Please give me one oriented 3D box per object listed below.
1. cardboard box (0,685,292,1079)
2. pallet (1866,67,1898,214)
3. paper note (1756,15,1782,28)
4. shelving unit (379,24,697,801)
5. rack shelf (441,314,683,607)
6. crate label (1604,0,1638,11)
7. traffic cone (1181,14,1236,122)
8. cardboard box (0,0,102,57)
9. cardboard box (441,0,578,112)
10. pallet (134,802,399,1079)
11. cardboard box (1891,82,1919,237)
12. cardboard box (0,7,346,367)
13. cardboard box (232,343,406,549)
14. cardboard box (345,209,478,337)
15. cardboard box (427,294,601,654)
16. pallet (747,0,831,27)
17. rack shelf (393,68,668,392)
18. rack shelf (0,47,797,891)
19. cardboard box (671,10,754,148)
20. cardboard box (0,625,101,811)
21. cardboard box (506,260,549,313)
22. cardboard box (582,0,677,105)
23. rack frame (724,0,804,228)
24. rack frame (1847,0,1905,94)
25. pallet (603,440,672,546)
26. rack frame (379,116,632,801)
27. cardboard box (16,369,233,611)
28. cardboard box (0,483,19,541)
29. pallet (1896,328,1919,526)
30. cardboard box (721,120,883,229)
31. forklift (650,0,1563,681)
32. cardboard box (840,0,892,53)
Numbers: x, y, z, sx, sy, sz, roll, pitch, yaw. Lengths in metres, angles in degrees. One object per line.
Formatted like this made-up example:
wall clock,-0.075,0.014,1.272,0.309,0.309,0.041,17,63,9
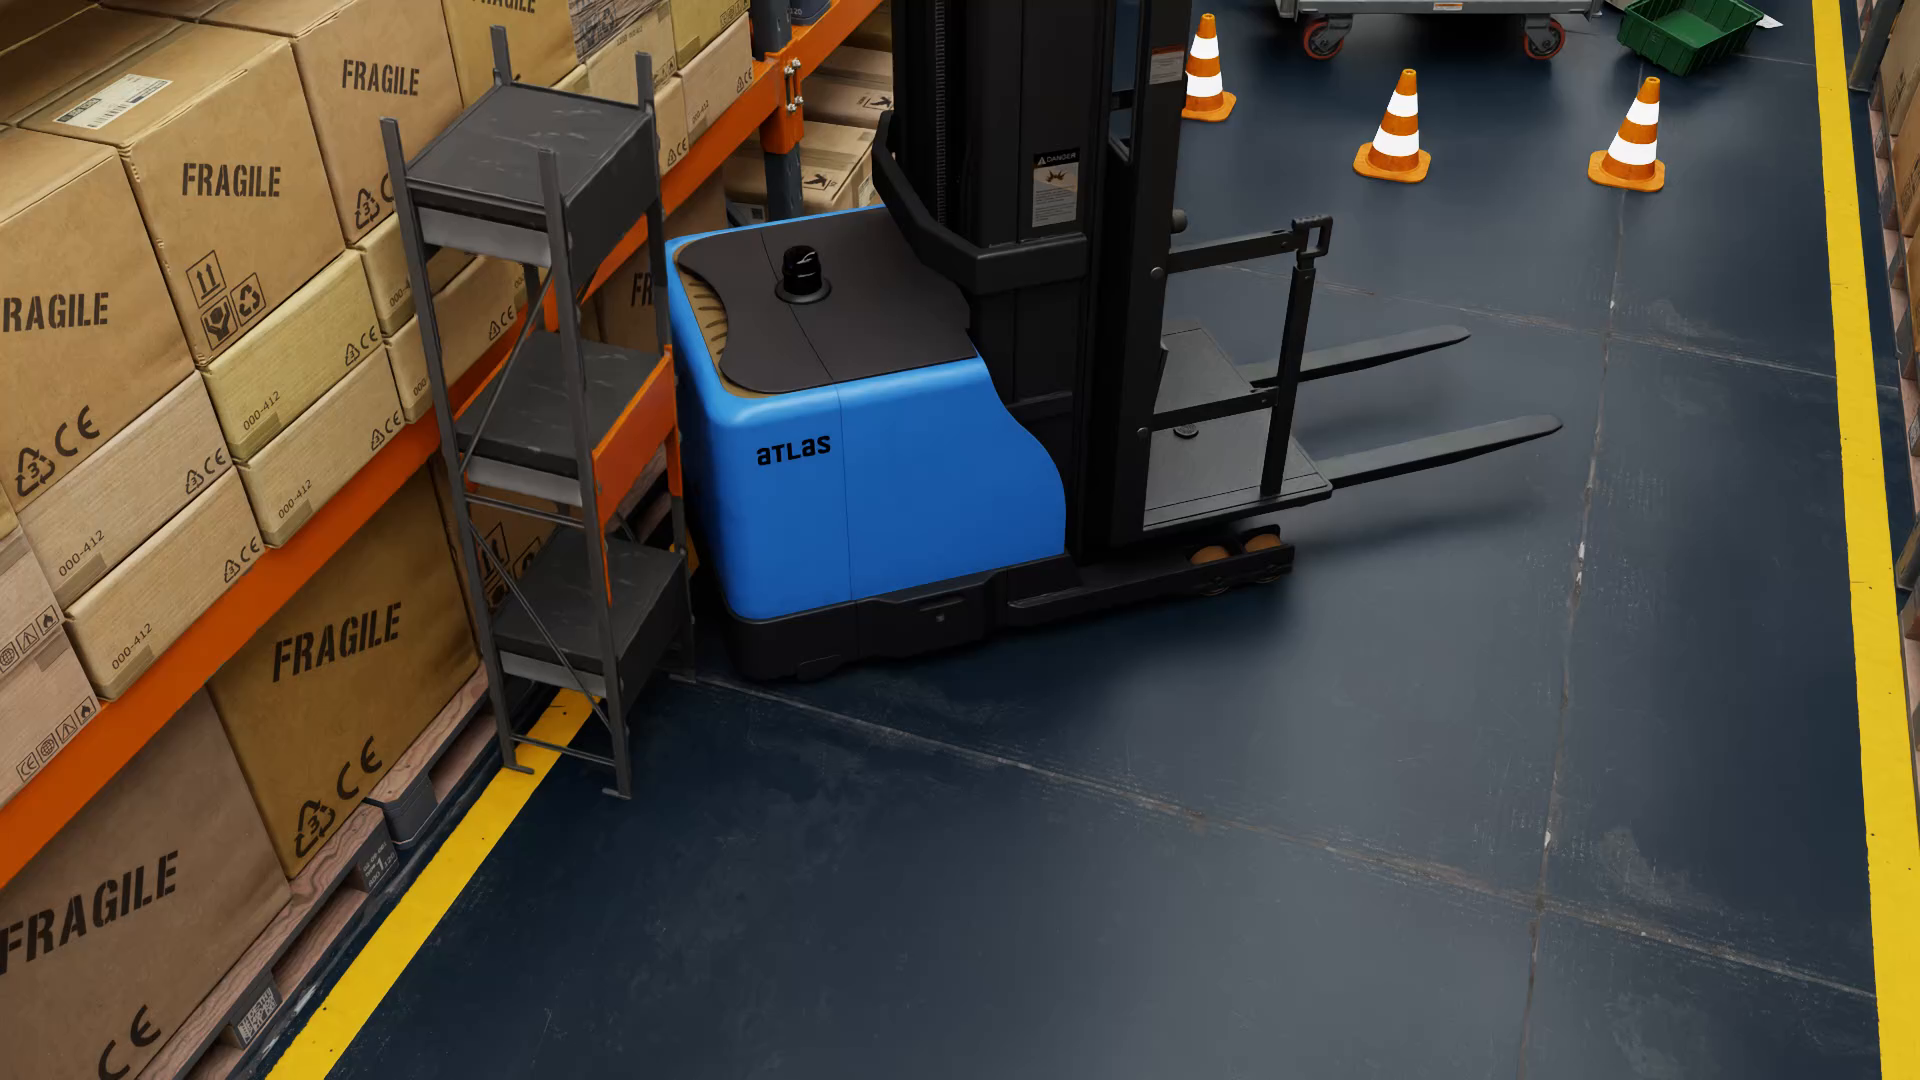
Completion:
cardboard box,-2.299,0.755,3.868,0.875,0.875,0.875,15,43,16
pallet,4.793,-1.792,7.688,1.003,0.211,1.213,13,42,15
paper note,4.365,-2.822,9.034,0.147,0.020,0.142,-13,42,-15
shelving unit,-1.028,-0.223,4.373,0.431,2.100,0.503,13,42,10
rack shelf,-1.029,-0.213,4.382,0.431,0.518,0.480,13,42,10
crate label,3.709,-3.015,9.178,0.298,0.136,0.250,-13,42,-15
traffic cone,1.192,-2.345,8.142,0.336,0.463,0.334,13,42,15
cardboard box,-2.157,-0.867,3.608,0.500,0.500,0.500,15,43,16
cardboard box,-1.343,-1.367,4.193,0.500,0.500,0.500,13,42,15
pallet,-2.243,1.075,4.327,1.003,0.211,1.213,13,42,15
cardboard box,4.525,-1.658,6.792,1.050,0.750,0.750,13,42,15
cardboard box,-1.693,-0.743,3.462,0.500,0.500,0.500,12,42,14
cardboard box,-1.671,-0.276,3.878,0.500,0.250,0.500,13,42,15
cardboard box,-1.500,-0.772,4.074,0.500,0.250,0.500,12,42,14
cardboard box,-1.691,-0.343,5.155,0.875,0.875,0.875,14,42,16
pallet,-0.924,-2.323,6.310,1.213,0.211,1.003,13,42,15
rack shelf,-0.991,-0.735,3.918,0.431,0.518,0.480,13,42,10
rack shelf,-1.752,-0.444,4.514,1.077,0.370,4.000,13,42,15
cardboard box,-0.997,-1.515,5.330,0.500,0.250,0.500,12,42,14
cardboard box,-2.037,0.349,3.145,0.500,0.250,0.500,12,42,14
cardboard box,-1.344,-0.896,4.605,0.500,0.250,0.500,13,42,15
cardboard box,-1.167,-1.406,4.817,0.500,0.250,0.500,12,42,14
rack frame,-1.068,-1.938,5.710,1.000,3.000,0.127,13,42,15
rack frame,4.986,-3.340,7.354,1.000,3.000,0.127,13,42,15
pallet,-1.408,-0.413,6.071,1.003,0.211,1.213,13,42,15
rack frame,-1.095,-0.070,4.196,0.400,2.100,0.015,13,42,10
cardboard box,-1.868,-0.161,3.358,0.500,0.250,0.500,14,42,16
cardboard box,-2.015,-0.121,2.733,0.500,0.500,0.500,14,42,16
pallet,3.959,-0.304,5.944,1.003,0.211,1.213,13,42,15
cardboard box,-0.865,-1.440,6.828,0.950,0.372,0.625,11,42,12
forklift,0.594,-1.244,4.950,3.031,2.935,1.130,-12,42,-14
cardboard box,-0.356,-2.353,7.898,0.950,0.372,0.625,15,43,17
